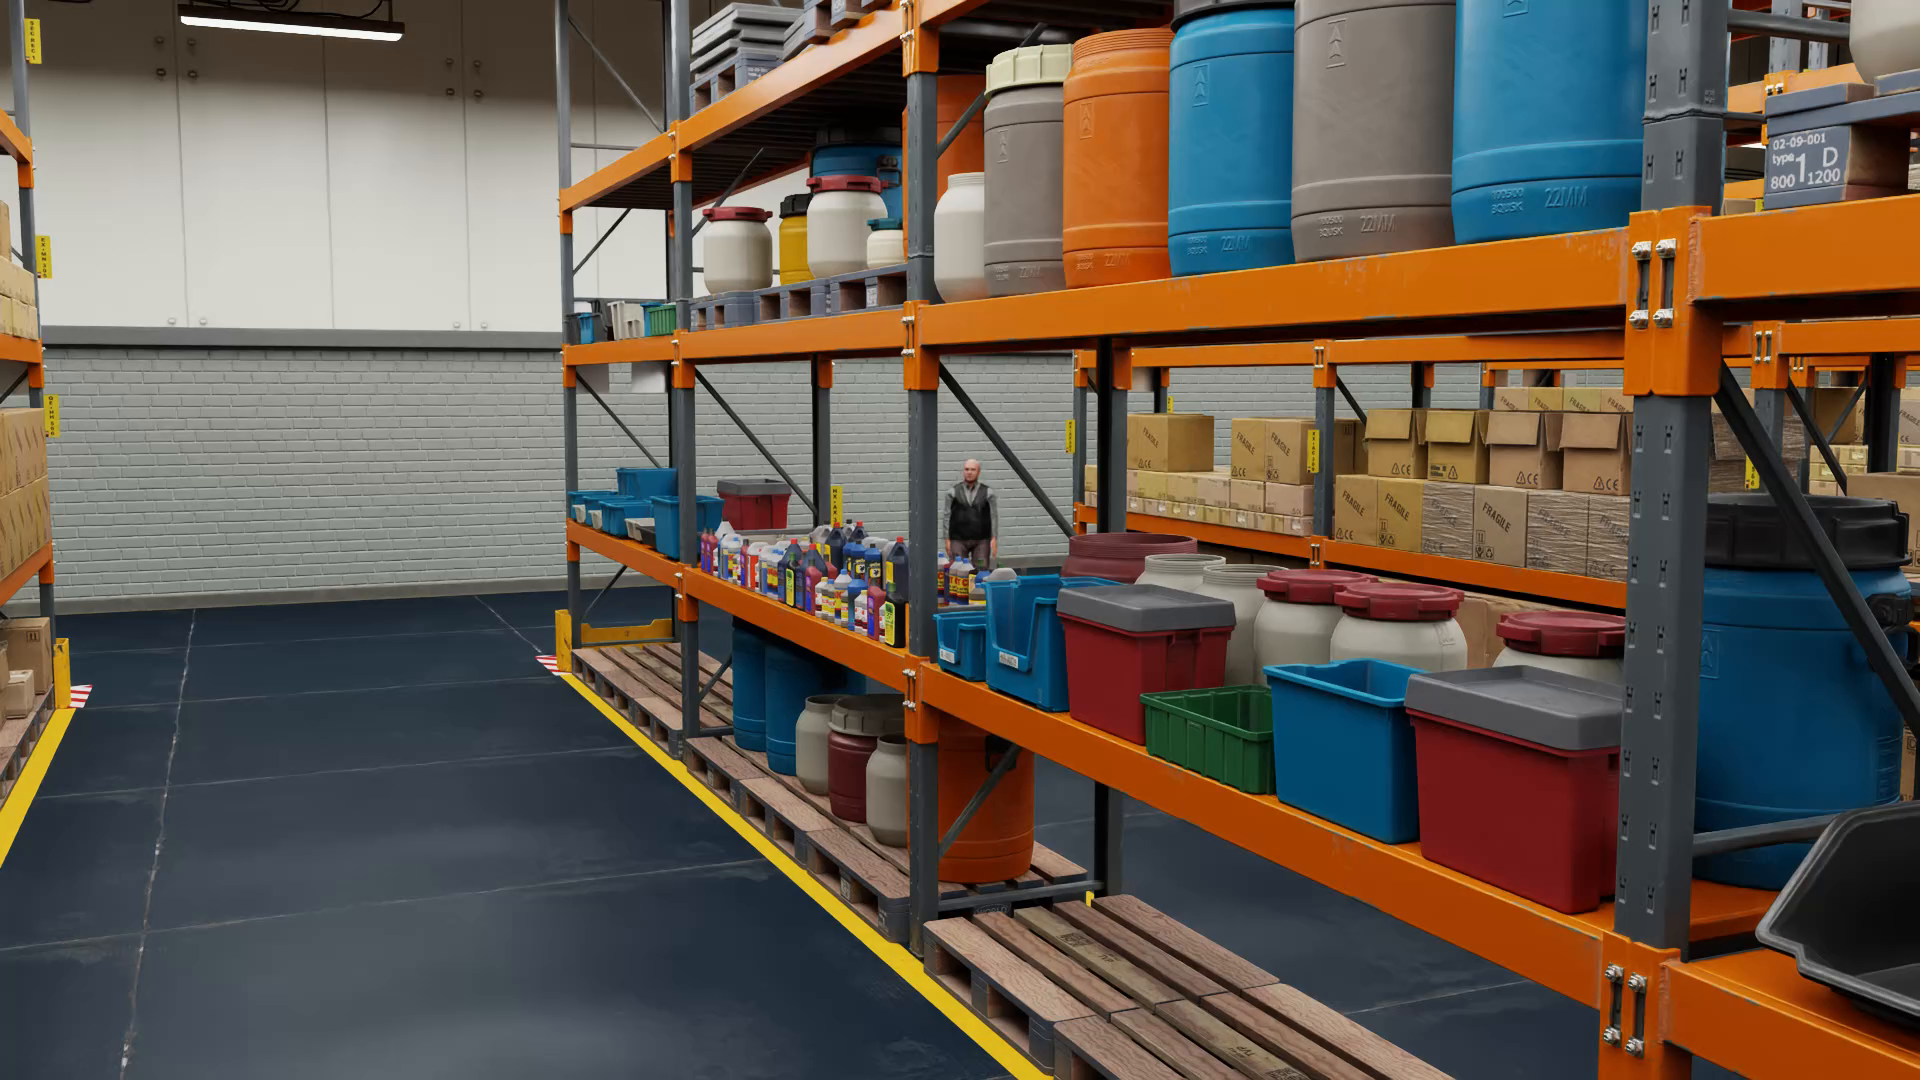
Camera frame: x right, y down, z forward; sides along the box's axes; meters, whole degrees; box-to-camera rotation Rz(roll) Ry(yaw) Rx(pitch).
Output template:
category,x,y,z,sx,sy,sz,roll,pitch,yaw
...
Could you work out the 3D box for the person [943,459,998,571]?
category,x,y,z,sx,sy,sz,roll,pitch,yaw
person,0.108,0.045,16.759,0.558,1.712,0.603,0,5,-1
